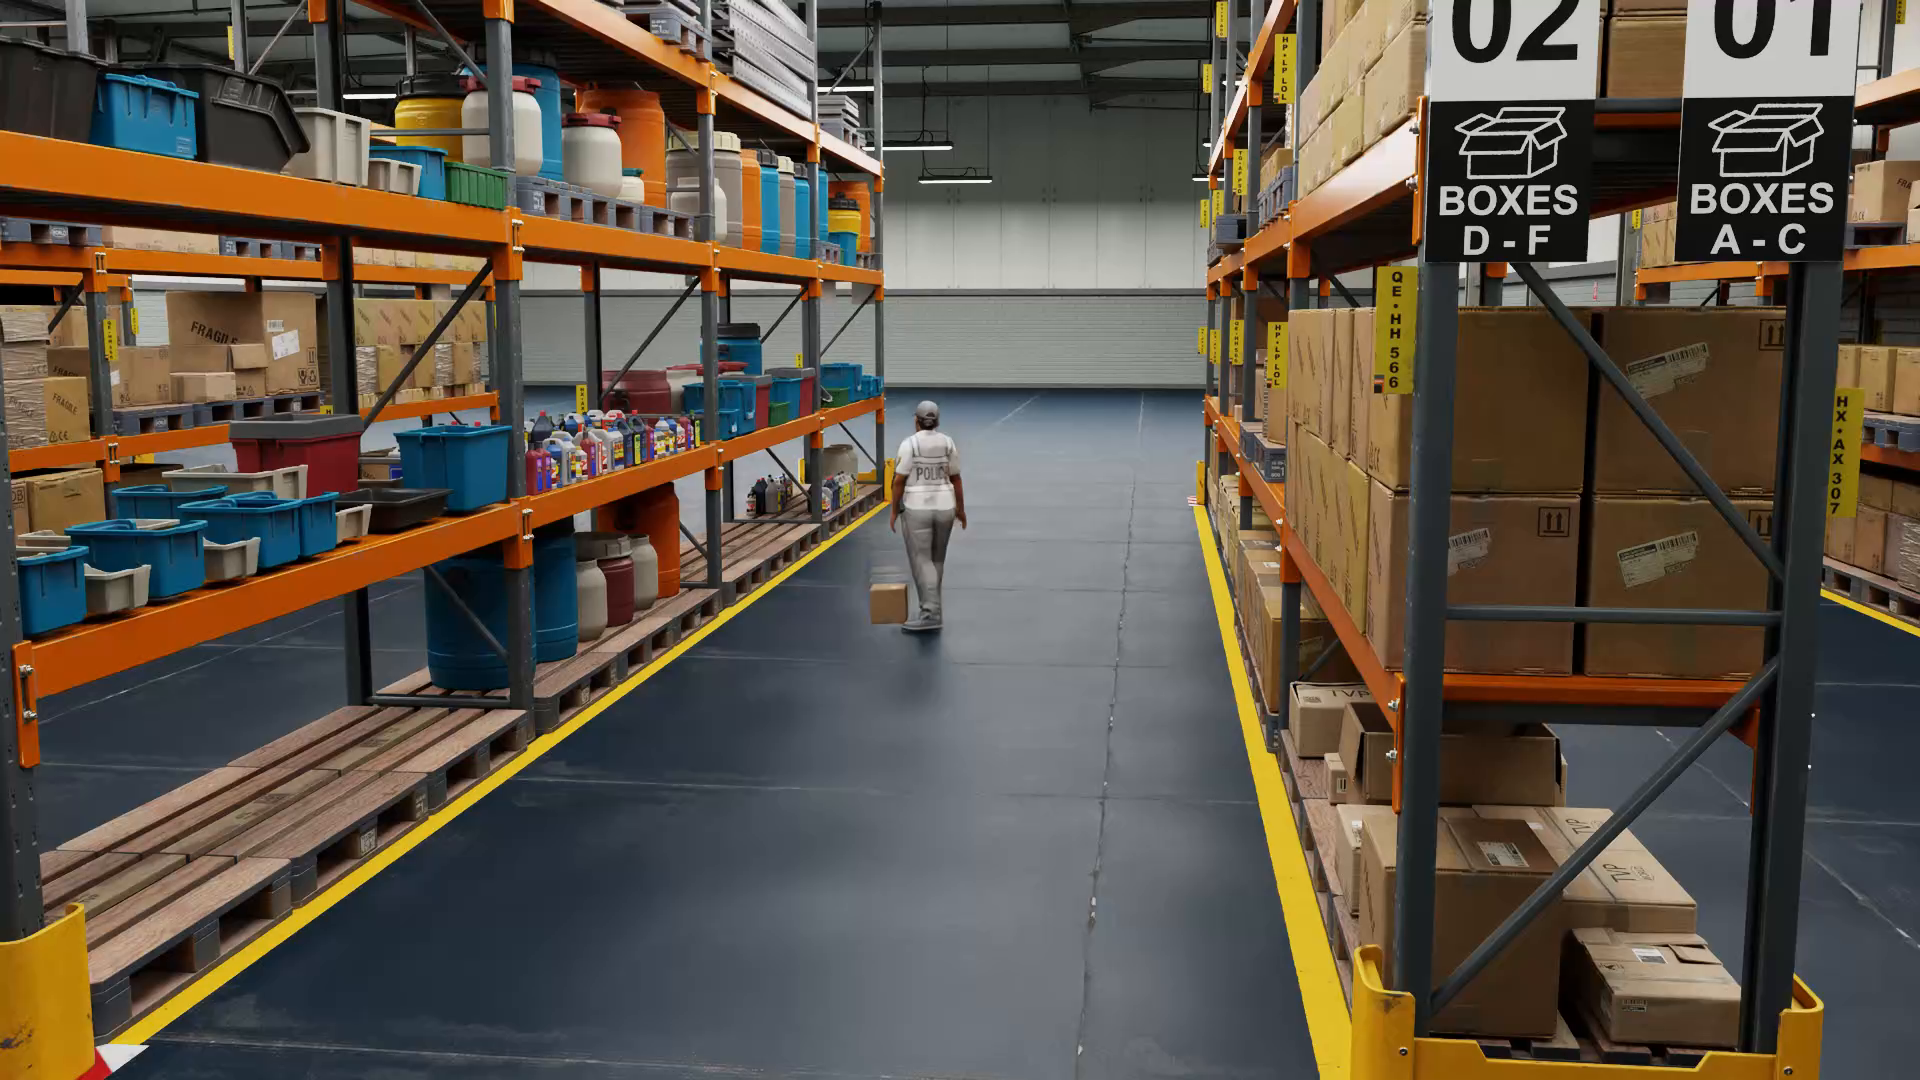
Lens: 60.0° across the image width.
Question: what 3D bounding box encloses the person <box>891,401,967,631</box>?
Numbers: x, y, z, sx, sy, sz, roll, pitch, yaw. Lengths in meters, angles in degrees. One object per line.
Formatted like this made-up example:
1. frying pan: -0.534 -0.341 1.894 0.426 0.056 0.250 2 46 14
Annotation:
1. person: -0.218 -0.187 12.169 0.610 1.656 0.625 -5 9 -31
